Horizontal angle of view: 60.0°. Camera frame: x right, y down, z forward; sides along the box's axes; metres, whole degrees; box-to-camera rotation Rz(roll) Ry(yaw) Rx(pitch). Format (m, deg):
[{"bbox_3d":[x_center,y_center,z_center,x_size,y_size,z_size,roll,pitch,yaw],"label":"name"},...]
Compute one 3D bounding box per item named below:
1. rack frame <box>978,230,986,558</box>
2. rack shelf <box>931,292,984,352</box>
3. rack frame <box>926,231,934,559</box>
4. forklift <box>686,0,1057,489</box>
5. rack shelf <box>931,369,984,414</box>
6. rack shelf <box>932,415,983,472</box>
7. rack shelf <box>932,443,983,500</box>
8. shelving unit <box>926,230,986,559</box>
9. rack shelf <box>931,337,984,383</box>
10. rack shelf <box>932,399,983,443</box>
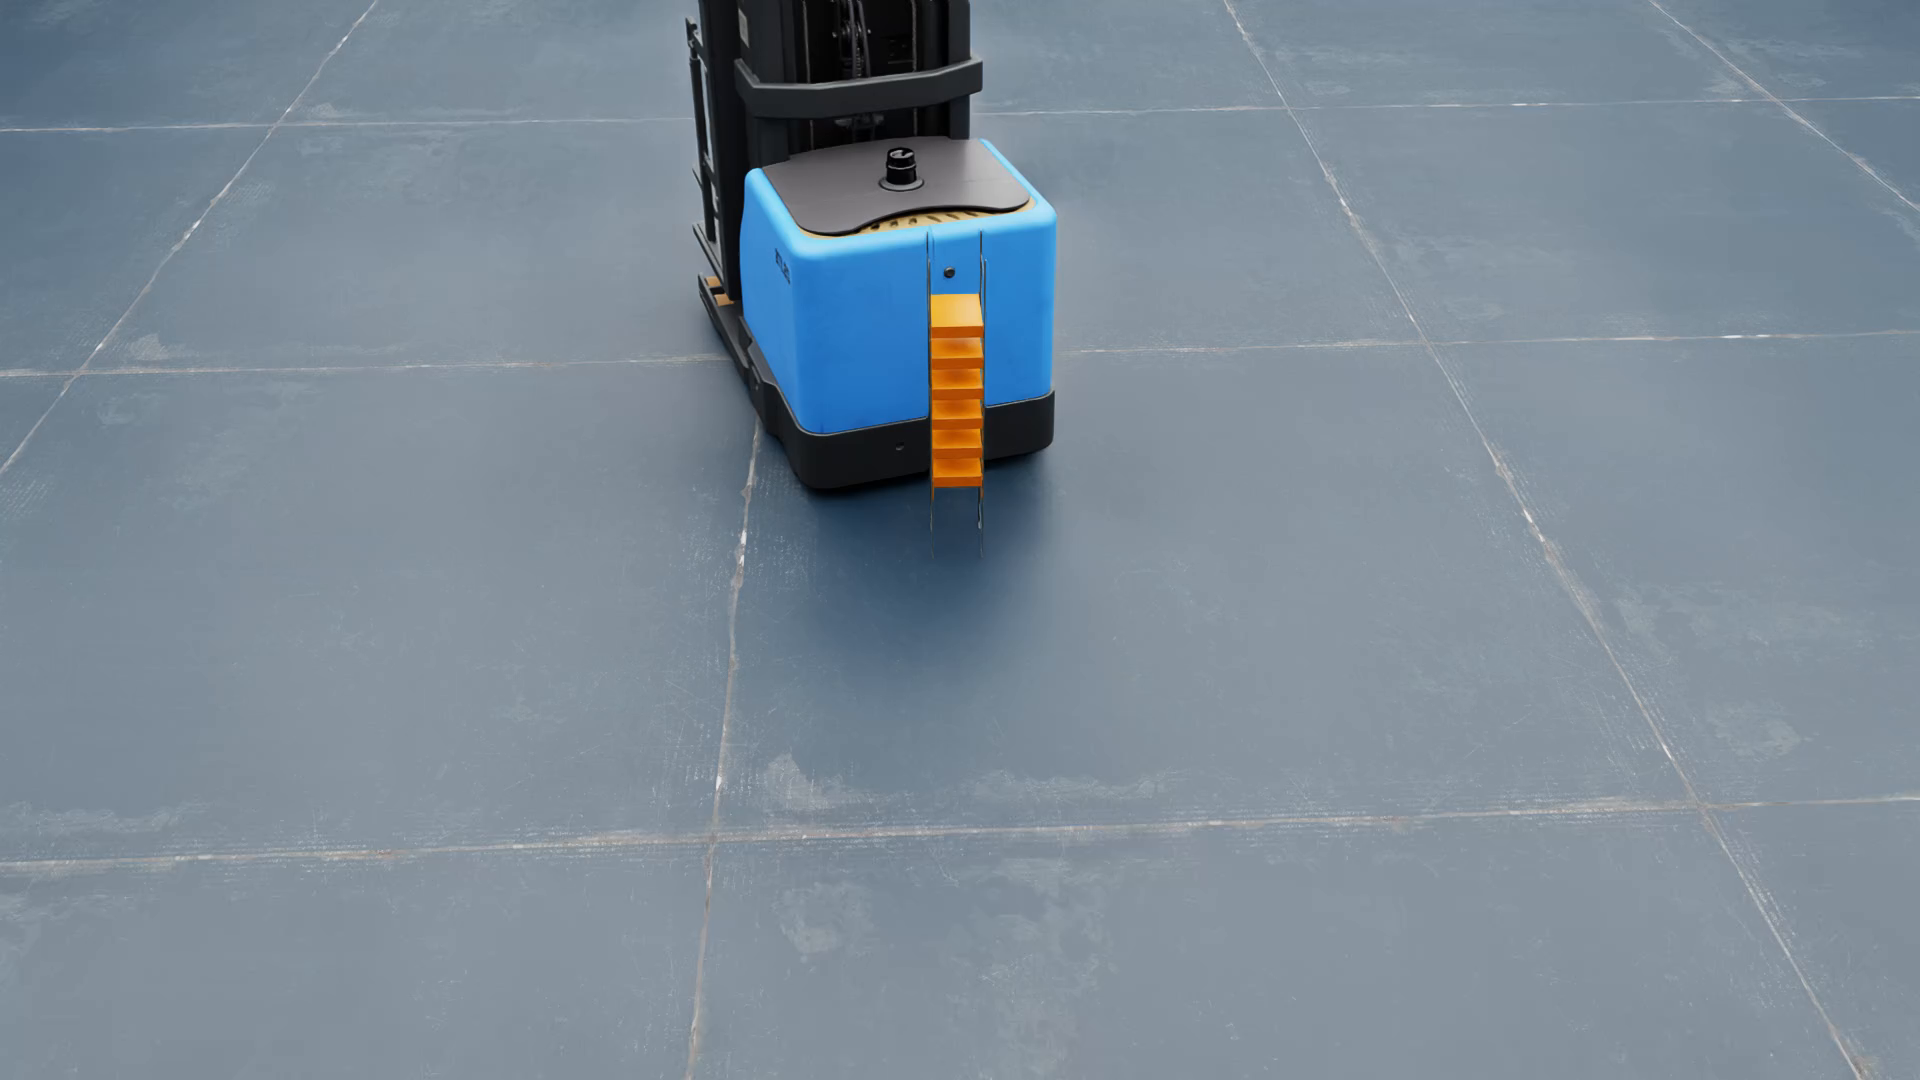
[{"bbox_3d":[0.077,-0.495,5.912,0.006,1.200,0.240,-2,35,-2],"label":"rack frame"},{"bbox_3d":[-0.014,-0.752,5.728,0.180,0.103,0.258,-2,35,-2],"label":"rack shelf"},{"bbox_3d":[-0.106,-0.491,5.904,0.006,1.200,0.240,-2,35,-2],"label":"rack frame"},{"bbox_3d":[-0.584,-2.238,6.908,1.130,2.935,3.031,-11,36,-16],"label":"forklift"},{"bbox_3d":[-0.014,-0.555,5.865,0.180,0.103,0.258,-2,35,-2],"label":"rack shelf"},{"bbox_3d":[-0.014,-0.358,6.002,0.180,0.103,0.258,-2,35,-2],"label":"rack shelf"},{"bbox_3d":[-0.014,-0.259,6.070,0.180,0.103,0.258,-2,35,-2],"label":"rack shelf"},{"bbox_3d":[-0.014,-0.493,5.908,0.189,1.200,0.258,-2,35,-2],"label":"shelving unit"},{"bbox_3d":[-0.014,-0.654,5.797,0.180,0.103,0.258,-2,35,-2],"label":"rack shelf"},{"bbox_3d":[-0.014,-0.456,5.933,0.180,0.103,0.258,-2,35,-2],"label":"rack shelf"}]
